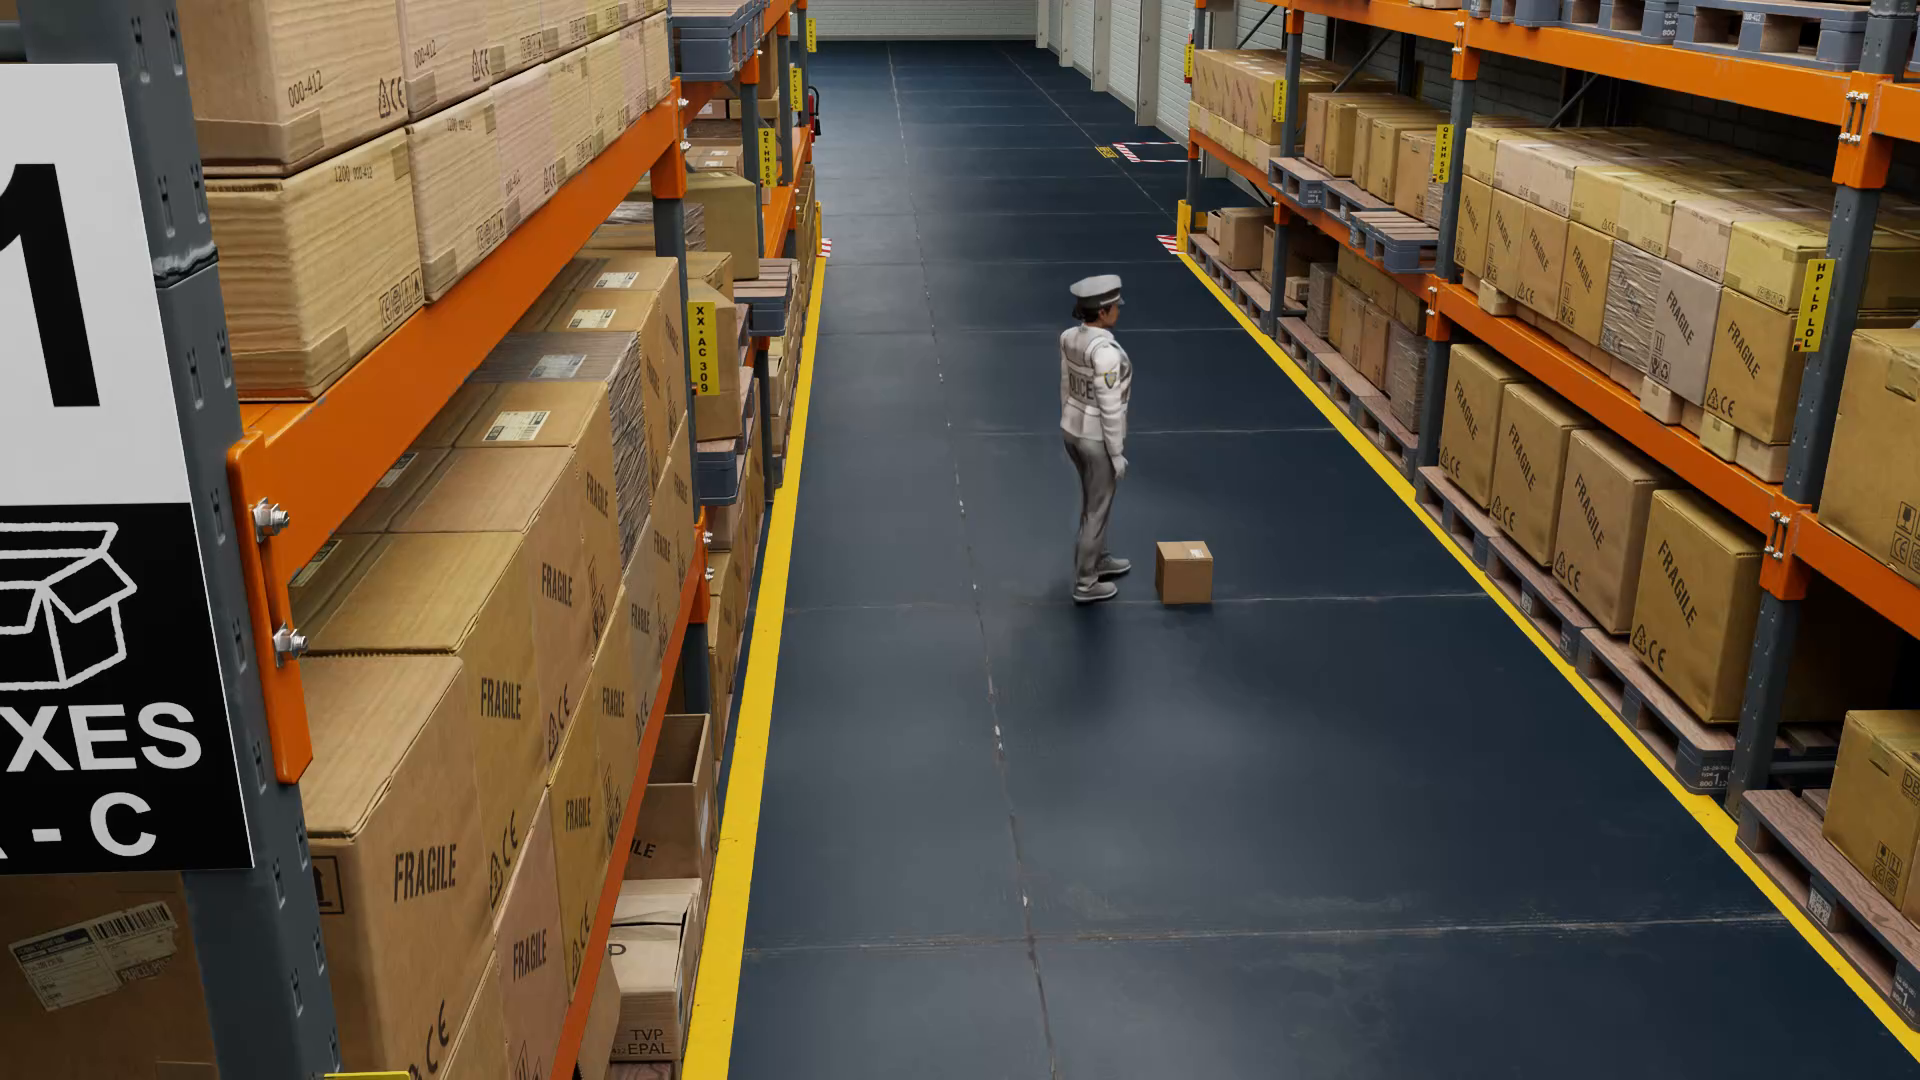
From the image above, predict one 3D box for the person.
[{"bbox_3d":[0.769,-0.518,8.421,0.528,1.686,0.530,-9,22,-24],"label":"person"}]
